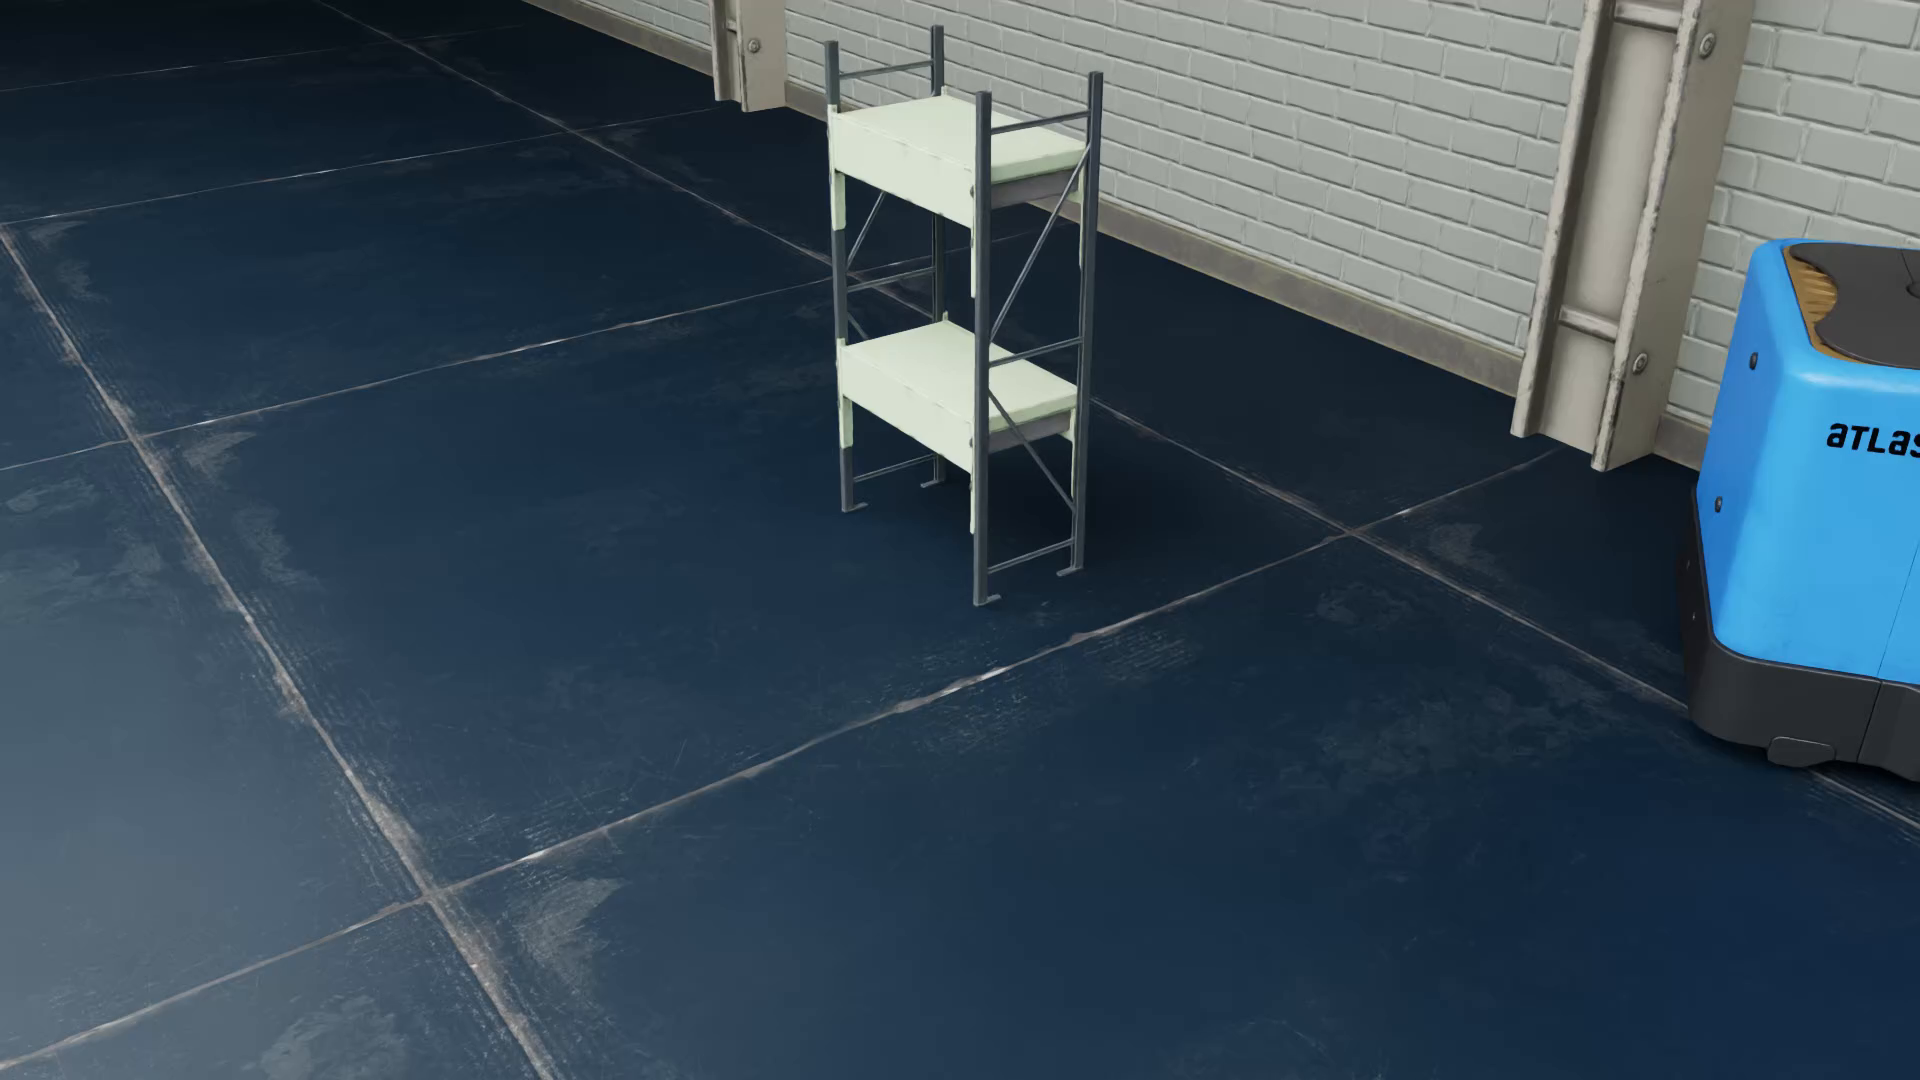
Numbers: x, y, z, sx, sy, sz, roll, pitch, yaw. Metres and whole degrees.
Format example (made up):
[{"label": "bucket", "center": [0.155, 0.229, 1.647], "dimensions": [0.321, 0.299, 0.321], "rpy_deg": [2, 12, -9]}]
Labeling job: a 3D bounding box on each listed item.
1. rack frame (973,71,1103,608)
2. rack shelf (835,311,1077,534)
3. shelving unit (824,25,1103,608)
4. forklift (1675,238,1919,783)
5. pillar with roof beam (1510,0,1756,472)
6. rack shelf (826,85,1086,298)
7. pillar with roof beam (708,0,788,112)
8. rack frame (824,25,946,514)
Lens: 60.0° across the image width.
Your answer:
[{"label": "rack frame", "center": [0.208, -0.519, 4.635], "dimensions": [0.400, 1.500, 0.023], "rpy_deg": [-19, 34, -31]}, {"label": "rack shelf", "center": [-0.004, -0.375, 5.052], "dimensions": [0.431, 0.370, 0.720], "rpy_deg": [-19, 34, -31]}, {"label": "shelving unit", "center": [-0.004, -0.662, 4.897], "dimensions": [0.431, 1.500, 0.755], "rpy_deg": [-19, 34, -31]}, {"label": "forklift", "center": [3.445, -0.742, 3.545], "dimensions": [3.031, 2.935, 1.130], "rpy_deg": [9, 30, 16]}, {"label": "pillar with roof beam", "center": [-1.300, -3.113, 1.553], "dimensions": [9.100, 9.000, 0.400], "rpy_deg": [-19, 34, -31]}, {"label": "rack shelf", "center": [-0.004, -1.005, 4.711], "dimensions": [0.431, 0.370, 0.720], "rpy_deg": [-19, 34, -31]}, {"label": "pillar with roof beam", "center": [-4.780, -5.446, 5.848], "dimensions": [9.100, 9.000, 0.400], "rpy_deg": [-19, 34, -31]}, {"label": "rack frame", "center": [-0.216, -0.804, 5.159], "dimensions": [0.400, 1.500, 0.023], "rpy_deg": [-19, 34, -31]}]
